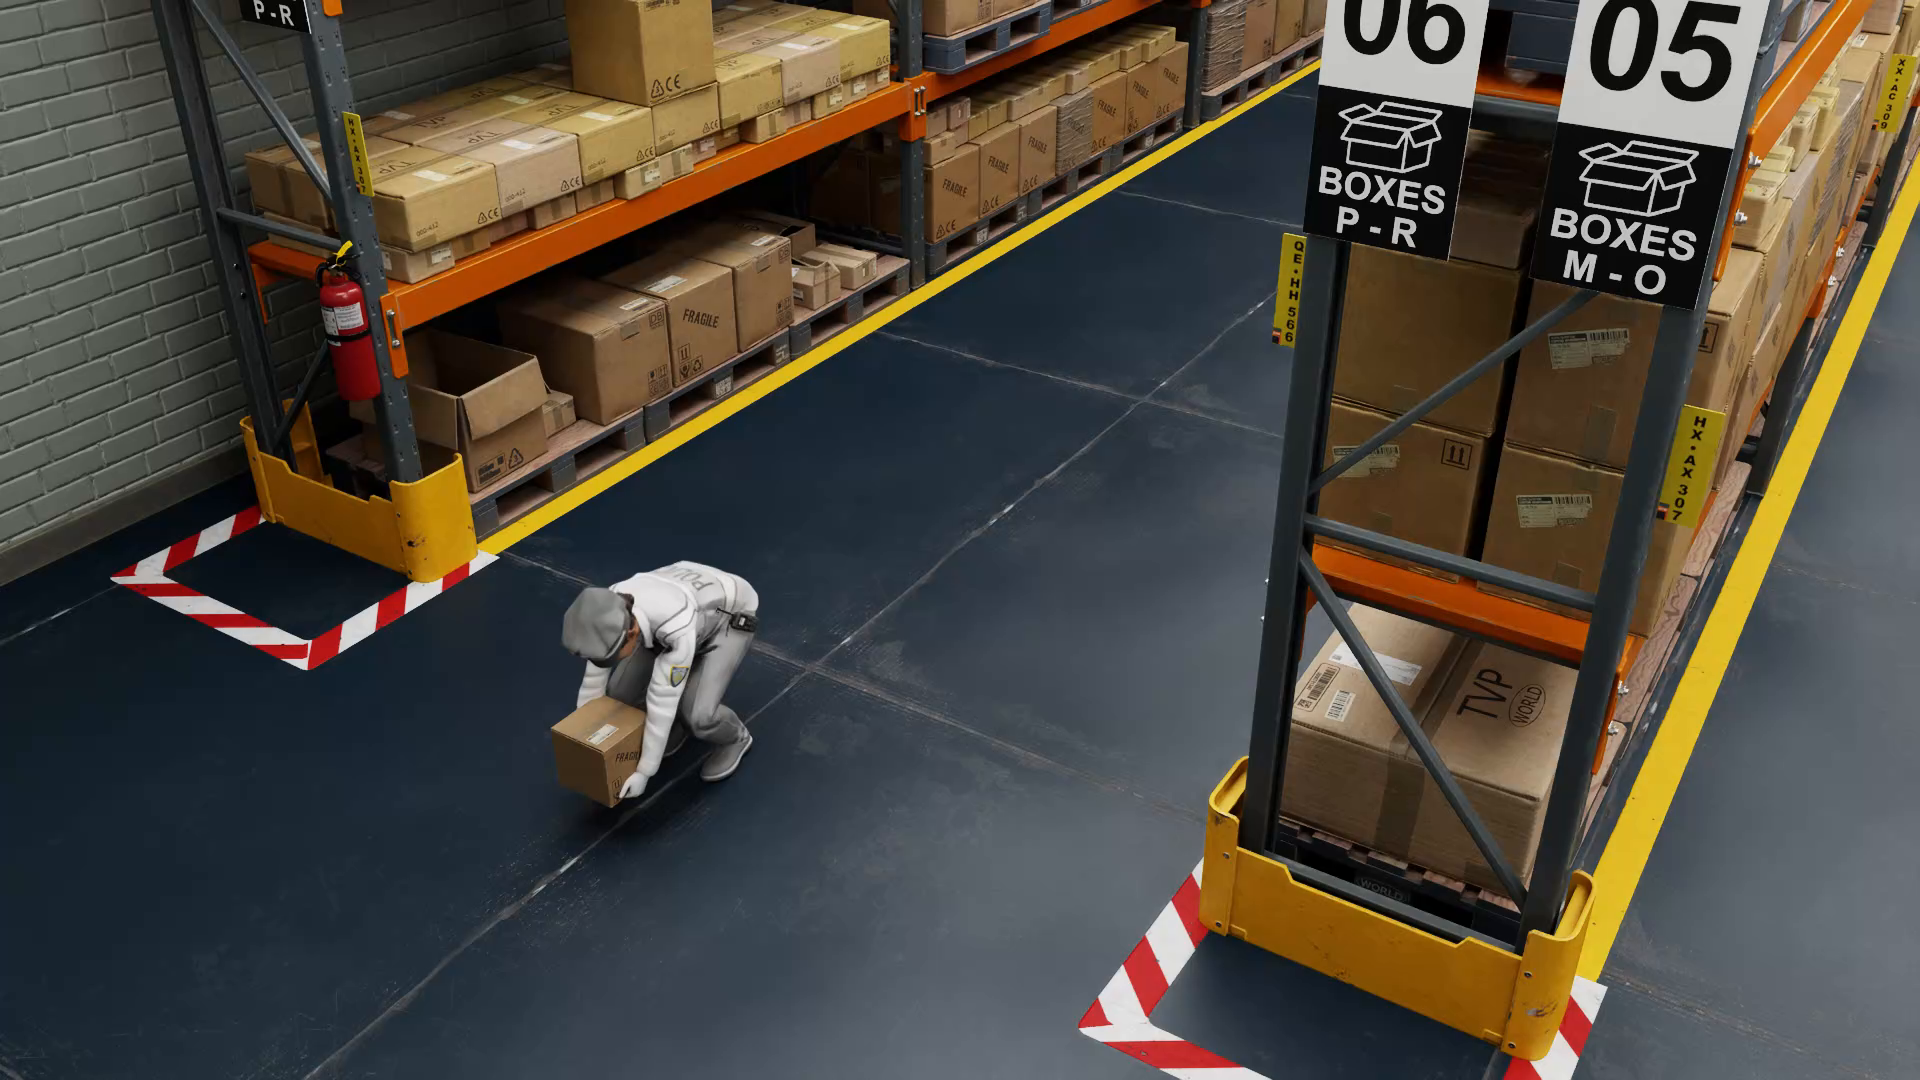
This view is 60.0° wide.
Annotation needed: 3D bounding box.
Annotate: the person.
[{"bbox_3d":[-1.074,0.465,6.029,0.465,0.977,0.886,17,35,26],"label":"person"}]
